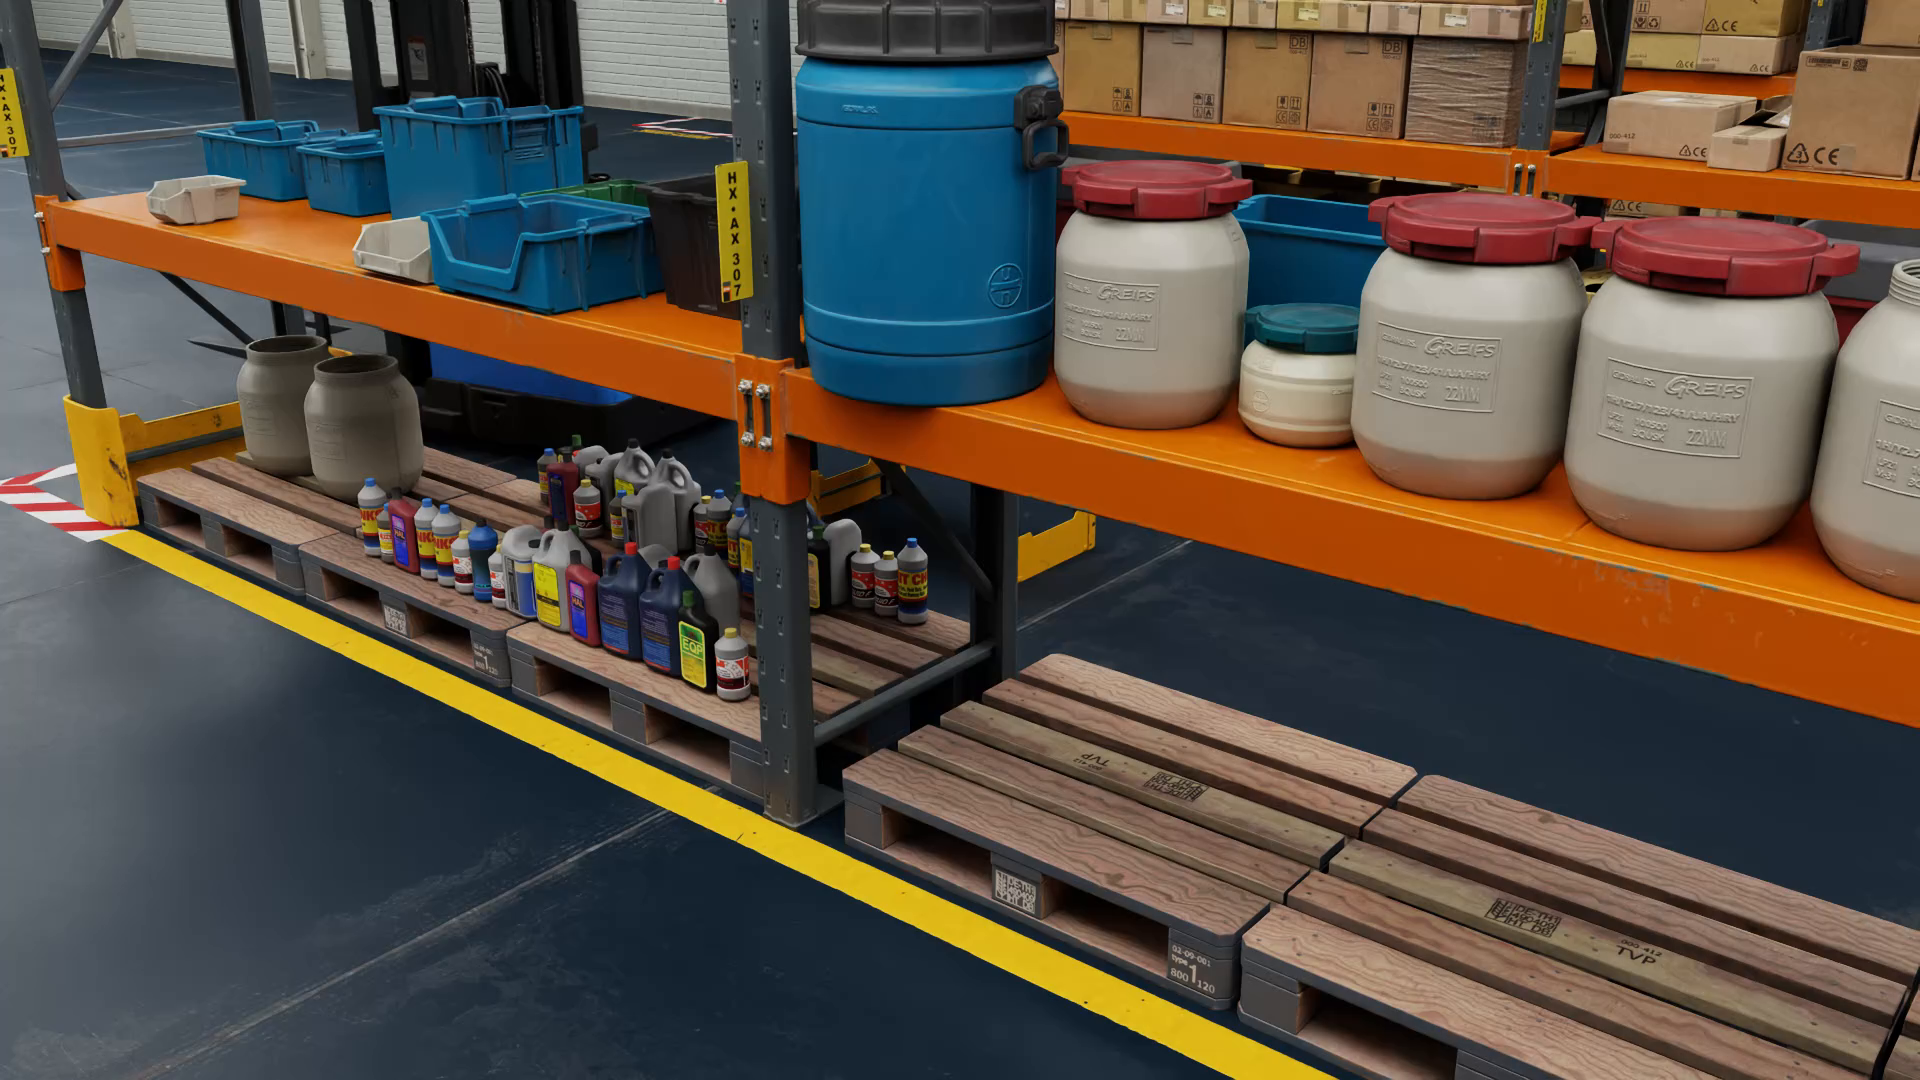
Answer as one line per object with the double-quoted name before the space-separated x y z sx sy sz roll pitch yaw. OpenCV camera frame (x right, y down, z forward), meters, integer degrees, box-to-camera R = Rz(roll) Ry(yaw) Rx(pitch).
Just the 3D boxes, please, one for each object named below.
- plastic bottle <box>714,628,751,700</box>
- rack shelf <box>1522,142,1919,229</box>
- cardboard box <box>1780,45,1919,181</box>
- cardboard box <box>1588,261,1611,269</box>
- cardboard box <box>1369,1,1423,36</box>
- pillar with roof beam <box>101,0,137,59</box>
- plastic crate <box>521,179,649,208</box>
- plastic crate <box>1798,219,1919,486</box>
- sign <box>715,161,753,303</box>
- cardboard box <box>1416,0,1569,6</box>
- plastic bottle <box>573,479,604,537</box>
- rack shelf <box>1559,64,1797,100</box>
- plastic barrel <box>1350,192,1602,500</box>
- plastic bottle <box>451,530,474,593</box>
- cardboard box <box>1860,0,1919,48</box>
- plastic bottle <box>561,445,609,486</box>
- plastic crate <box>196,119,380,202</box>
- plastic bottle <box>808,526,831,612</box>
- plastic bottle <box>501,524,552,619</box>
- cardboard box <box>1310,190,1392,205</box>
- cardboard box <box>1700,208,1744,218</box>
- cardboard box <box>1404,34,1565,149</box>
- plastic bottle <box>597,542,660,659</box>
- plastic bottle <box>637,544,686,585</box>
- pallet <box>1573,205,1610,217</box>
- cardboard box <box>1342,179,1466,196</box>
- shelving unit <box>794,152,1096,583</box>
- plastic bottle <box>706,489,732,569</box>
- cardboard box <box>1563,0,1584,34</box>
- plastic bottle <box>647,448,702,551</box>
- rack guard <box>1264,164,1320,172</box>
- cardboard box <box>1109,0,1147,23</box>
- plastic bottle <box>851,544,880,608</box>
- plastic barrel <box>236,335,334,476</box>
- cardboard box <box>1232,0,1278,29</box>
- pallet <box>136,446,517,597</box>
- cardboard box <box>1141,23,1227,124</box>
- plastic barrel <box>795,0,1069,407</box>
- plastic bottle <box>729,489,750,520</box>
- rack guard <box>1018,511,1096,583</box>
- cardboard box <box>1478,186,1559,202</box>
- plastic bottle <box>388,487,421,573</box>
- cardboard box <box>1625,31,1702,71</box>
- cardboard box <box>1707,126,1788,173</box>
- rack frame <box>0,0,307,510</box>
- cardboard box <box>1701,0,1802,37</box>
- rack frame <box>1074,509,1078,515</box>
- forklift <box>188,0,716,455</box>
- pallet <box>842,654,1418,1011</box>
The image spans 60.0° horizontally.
"plastic bottle" -0.660 0.353 4.823 0.097 0.201 0.097 0 21 0
"rack shelf" 4.502 -1.325 6.950 4.000 0.370 1.077 16 26 36
"cardboard box" 3.945 -1.861 7.211 0.500 0.500 0.500 18 27 40
"cardboard box" 3.448 -1.268 8.287 0.500 0.311 0.500 16 26 36
"cardboard box" 2.212 -2.574 8.181 0.250 0.149 0.380 15 25 35
"pillar with roof beam" -17.243 -11.420 24.199 0.400 9.000 9.100 16 26 36
"plastic crate" -1.055 -1.035 5.463 0.662 0.188 0.450 16 26 36
"plastic crate" 1.858 -0.336 3.218 0.583 0.464 0.402 16 26 36
"sign" -0.539 -0.736 3.977 0.005 0.325 0.100 16 26 36
"cardboard box" 2.605 -2.859 8.018 0.500 0.500 0.700 16 26 37
"plastic bottle" -1.360 -0.121 6.079 0.097 0.201 0.097 0 21 0
"rack shelf" 4.532 -3.572 12.910 4.000 0.370 1.077 16 26 36
"plastic barrel" 0.989 -0.381 3.235 0.433 0.535 0.433 0 21 0
"plastic bottle" -1.654 0.067 5.581 0.097 0.201 0.097 0 21 0
"cardboard box" 6.455 -3.592 11.178 0.500 0.500 0.700 16 26 36
"plastic bottle" -1.403 -0.225 6.250 0.135 0.276 0.152 16 26 37
"plastic crate" -2.704 -1.547 6.731 0.616 0.251 0.499 16 26 36
"plastic bottle" -0.487 0.084 5.420 0.133 0.283 0.061 16 26 36
"plastic bottle" -1.386 0.097 5.396 0.135 0.276 0.152 17 26 37
"cardboard box" 2.075 -1.527 8.705 0.500 0.500 0.500 16 26 36
"cardboard box" 5.649 -2.454 12.316 0.250 0.166 0.380 12 24 29
"cardboard box" 2.605 -2.252 8.247 0.500 0.500 0.700 15 25 35
"plastic bottle" -1.012 0.171 5.093 0.185 0.351 0.144 15 25 34
"plastic bottle" -0.938 0.160 5.229 0.135 0.276 0.152 16 26 36
"pallet" 4.590 -2.570 13.185 1.213 0.211 1.003 16 26 36
"cardboard box" 2.399 -1.667 9.076 0.500 0.500 0.500 16 26 36
"shelving unit" -0.059 -0.719 6.449 1.083 1.500 0.587 16 26 36
"plastic bottle" -0.829 -0.042 5.772 0.097 0.271 0.097 0 21 0
"cardboard box" 2.867 -2.571 8.174 0.250 0.149 0.380 16 26 36
"plastic bottle" -1.021 -0.151 5.949 0.185 0.351 0.144 16 26 36
"rack guard" 3.042 -3.169 14.362 0.348 0.500 1.175 16 26 36
"cardboard box" 1.021 -2.917 9.092 0.250 0.149 0.380 16 26 36
"plastic bottle" -0.309 0.113 5.461 0.097 0.201 0.097 0 21 0
"plastic barrel" -2.723 -0.553 6.815 0.421 0.512 0.421 0 21 0
"cardboard box" 1.624 -2.744 8.632 0.250 0.149 0.380 17 27 38
"pallet" -2.567 -0.155 6.781 1.213 0.211 1.003 16 26 36
"cardboard box" 1.408 -2.595 9.156 0.500 0.500 0.700 17 27 38
"plastic barrel" -0.074 -0.820 3.881 0.708 0.901 0.600 16 26 36
"plastic bottle" -0.691 -0.057 5.698 0.185 0.351 0.144 15 25 34
"rack guard" 0.327 -0.023 6.375 0.087 0.250 0.587 16 26 36
"cardboard box" 4.441 -2.908 13.047 0.500 0.500 0.700 14 25 33
"plastic bottle" -1.910 -0.037 5.740 0.133 0.283 0.061 17 26 37
"cardboard box" 5.143 -3.538 11.984 0.500 0.250 0.500 16 26 37
"cardboard box" 3.510 -1.737 7.378 0.250 0.149 0.380 16 26 36
"rack frame" -3.281 -1.647 6.784 0.127 3.000 1.000 16 26 36
"cardboard box" 5.520 -3.774 11.546 0.500 0.500 0.500 16 26 36
"rack frame" 0.328 -0.607 6.153 0.032 1.500 0.500 16 26 36
"forklift" -2.632 -2.079 8.027 3.031 2.935 1.130 11 23 26
"pallet" 0.451 0.715 4.473 1.213 0.211 1.003 16 26 36
